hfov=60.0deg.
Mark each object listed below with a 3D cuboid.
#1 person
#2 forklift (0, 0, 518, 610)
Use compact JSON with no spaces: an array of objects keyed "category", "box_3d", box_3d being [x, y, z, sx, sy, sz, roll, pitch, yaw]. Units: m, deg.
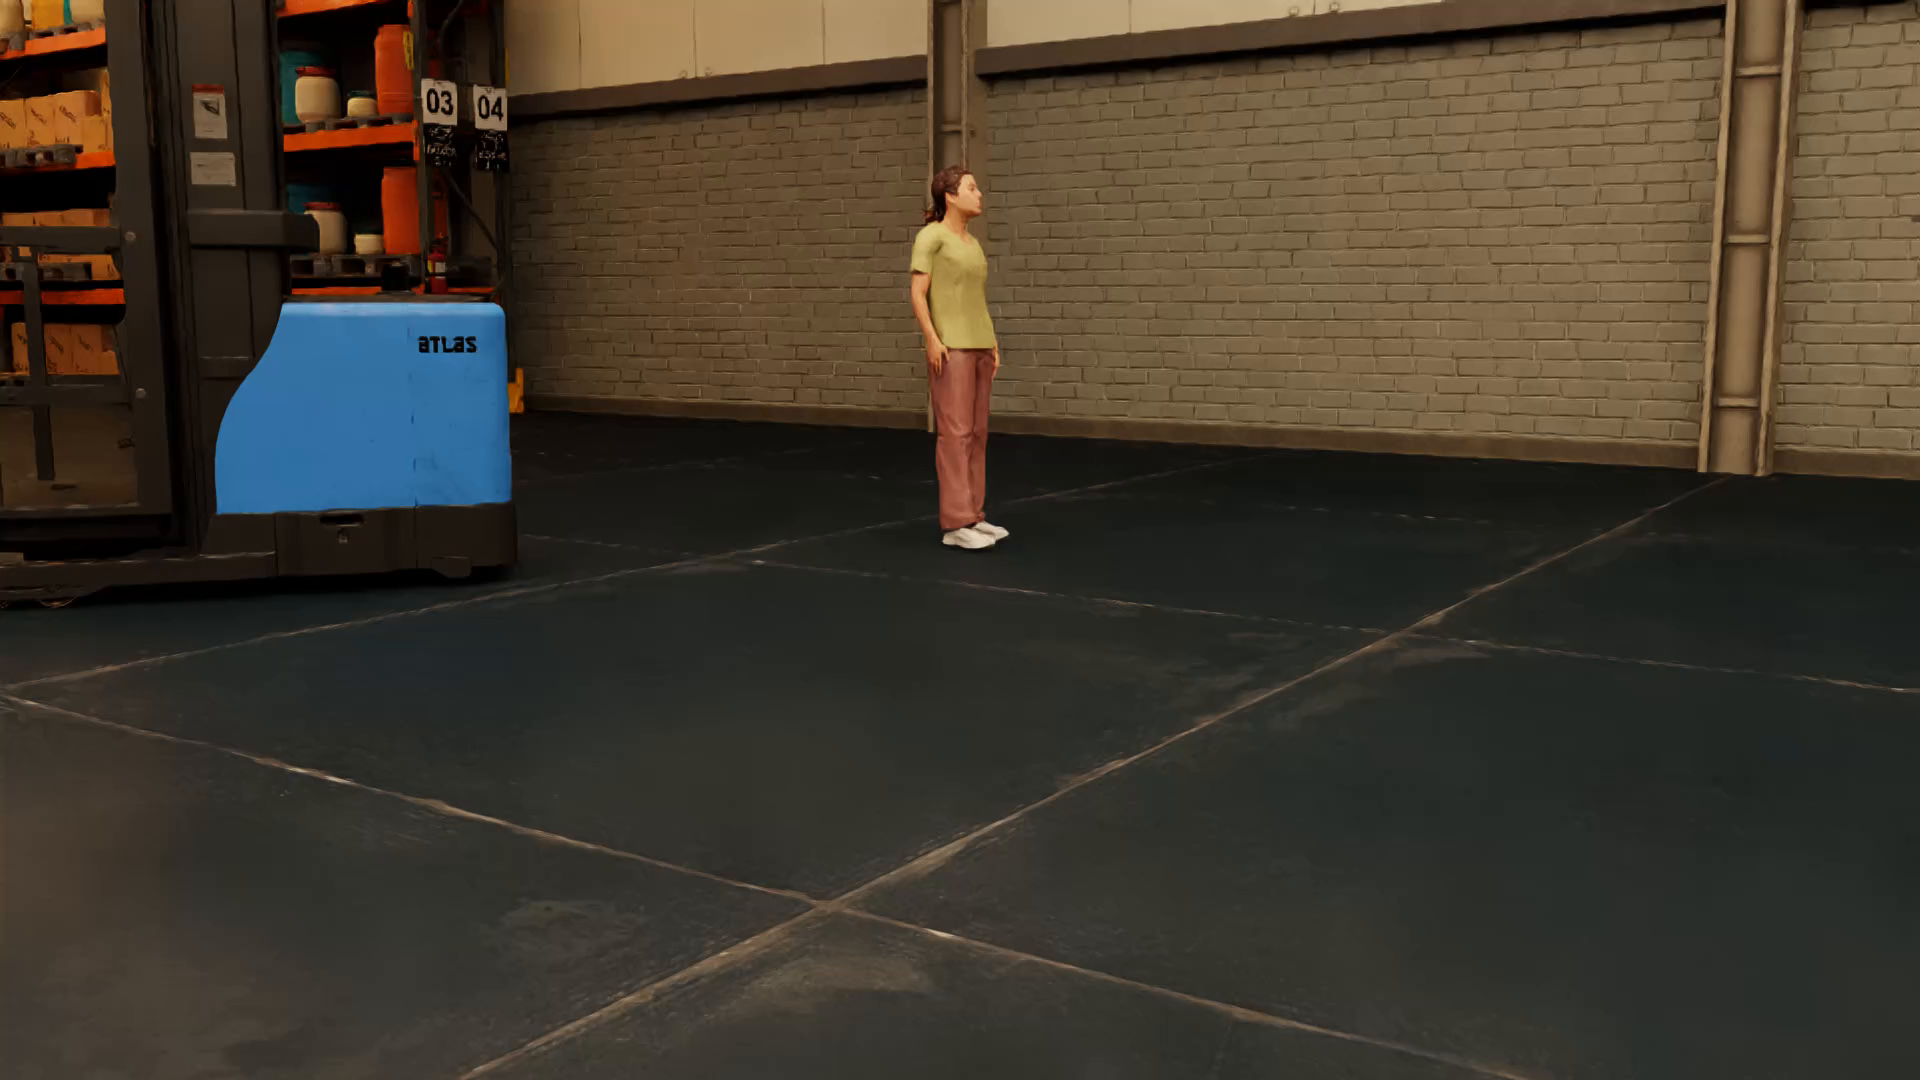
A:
[{"category":"person","box_3d":[0.055,-0.824,7.435,0.548,1.663,0.554,5,10,34]},{"category":"forklift","box_3d":[-3.303,-1.285,6.231,3.031,2.935,1.130,-3,9,-19]}]
